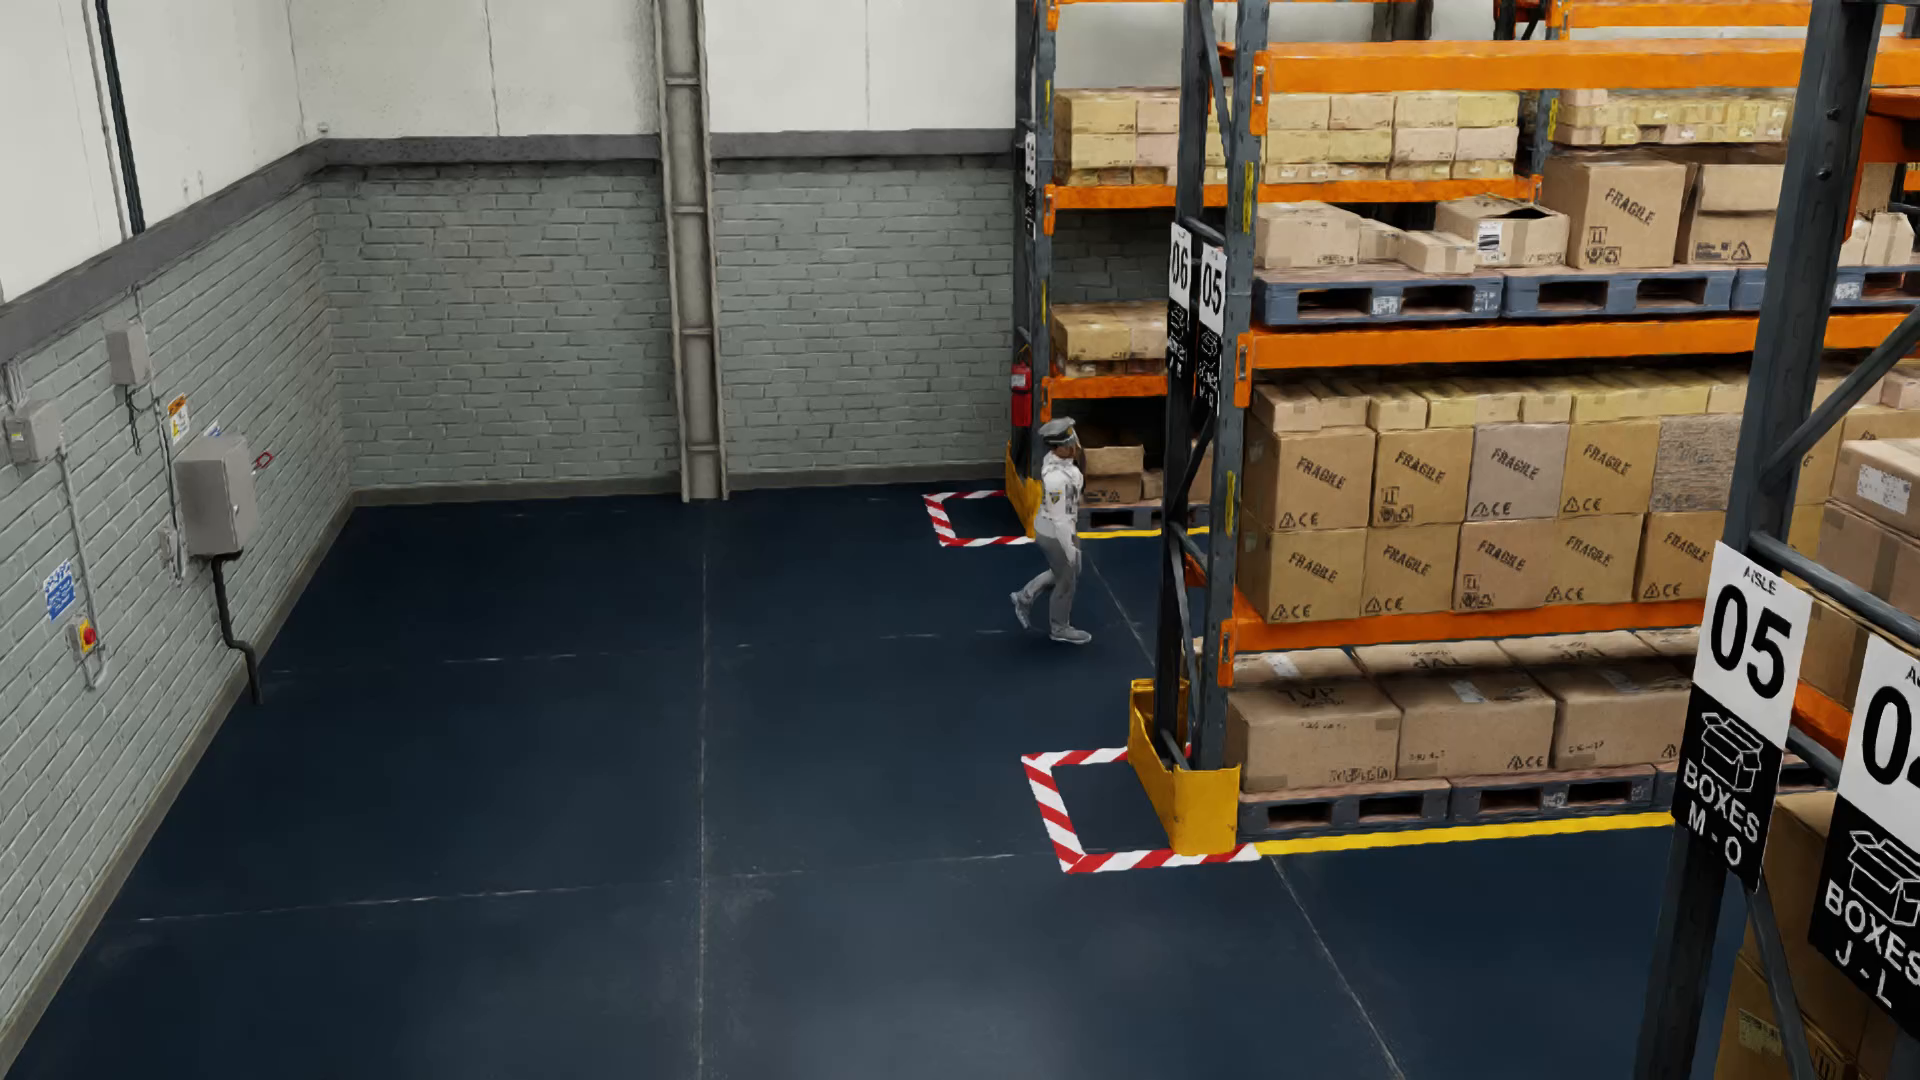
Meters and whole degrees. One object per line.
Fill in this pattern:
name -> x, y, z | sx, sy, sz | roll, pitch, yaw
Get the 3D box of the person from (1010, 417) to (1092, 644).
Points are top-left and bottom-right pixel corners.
person -> 0.632, -0.043, 11.167 | 0.538, 1.650, 0.546 | 2, 20, 6
